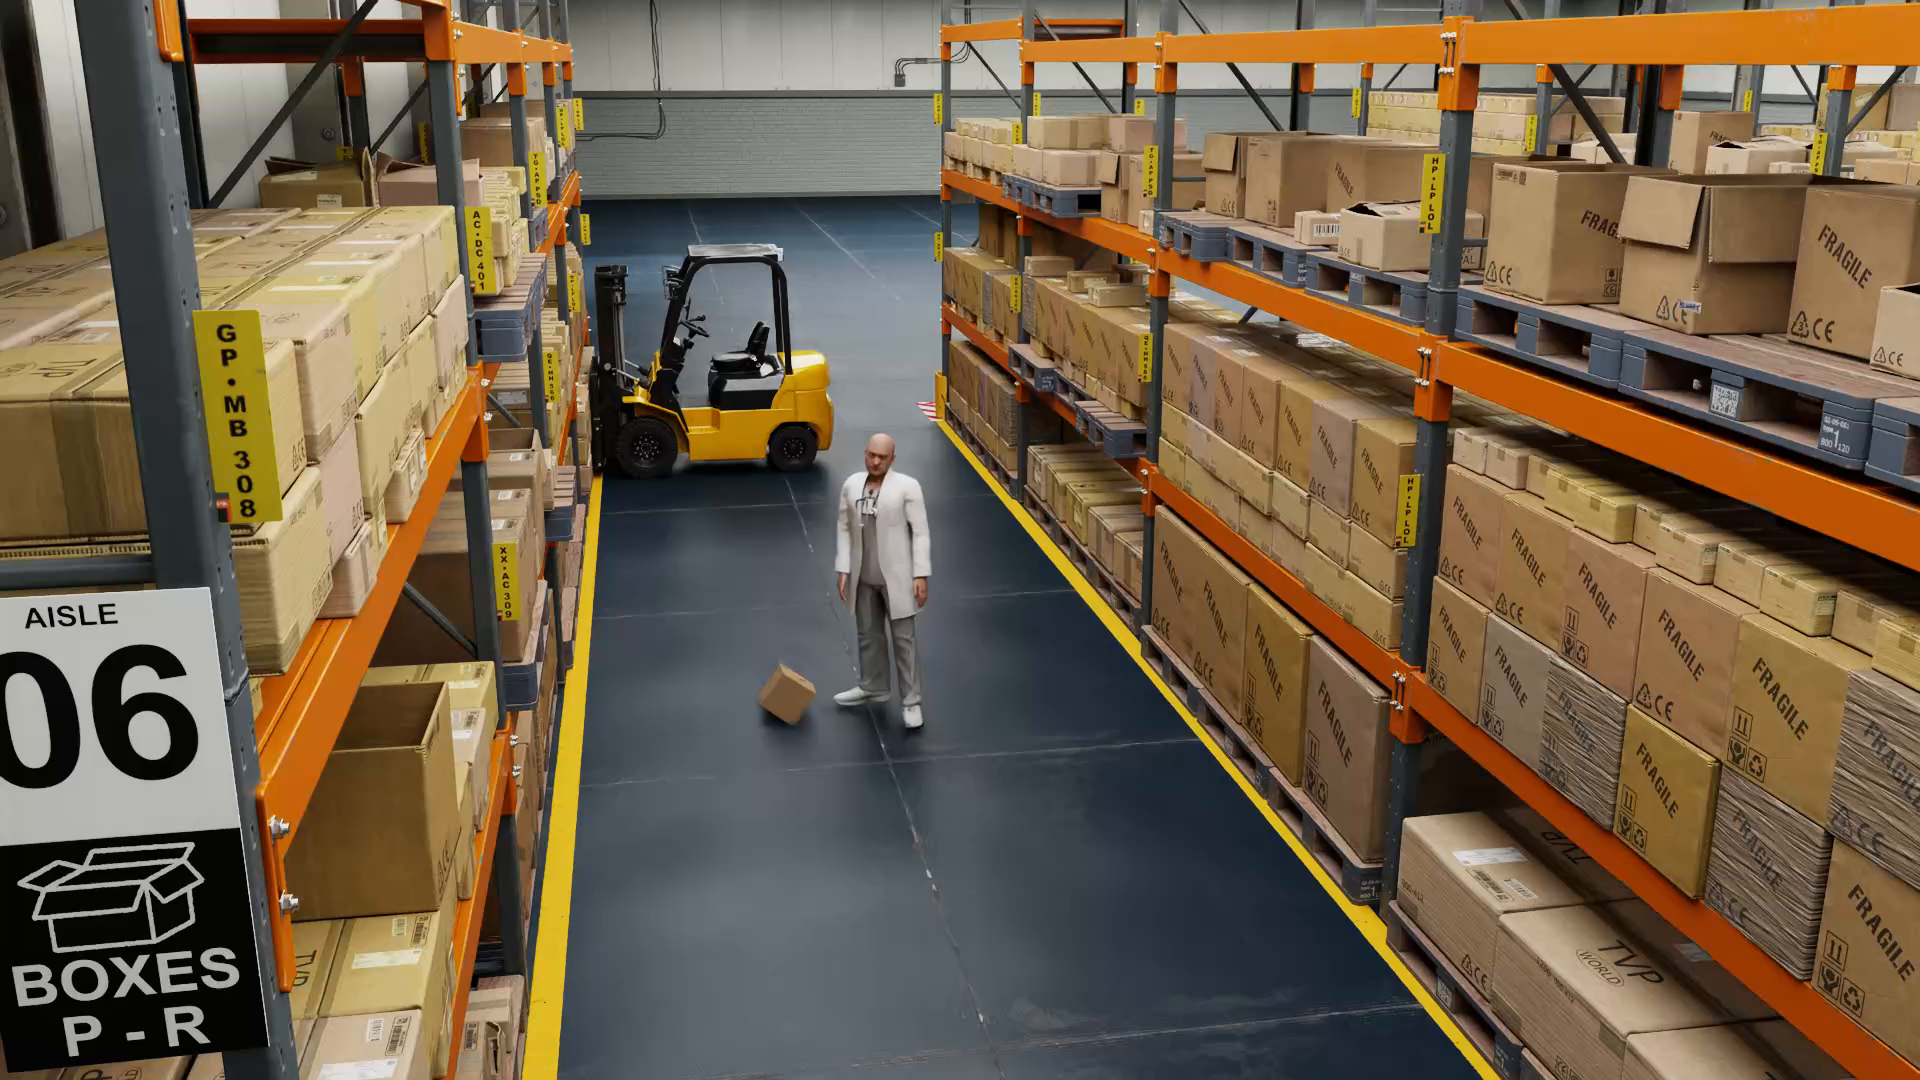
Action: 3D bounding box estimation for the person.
[{"bbox_3d":[-0.485,0.223,10.194,0.689,1.781,0.455,7,18,24],"label":"person"}]
